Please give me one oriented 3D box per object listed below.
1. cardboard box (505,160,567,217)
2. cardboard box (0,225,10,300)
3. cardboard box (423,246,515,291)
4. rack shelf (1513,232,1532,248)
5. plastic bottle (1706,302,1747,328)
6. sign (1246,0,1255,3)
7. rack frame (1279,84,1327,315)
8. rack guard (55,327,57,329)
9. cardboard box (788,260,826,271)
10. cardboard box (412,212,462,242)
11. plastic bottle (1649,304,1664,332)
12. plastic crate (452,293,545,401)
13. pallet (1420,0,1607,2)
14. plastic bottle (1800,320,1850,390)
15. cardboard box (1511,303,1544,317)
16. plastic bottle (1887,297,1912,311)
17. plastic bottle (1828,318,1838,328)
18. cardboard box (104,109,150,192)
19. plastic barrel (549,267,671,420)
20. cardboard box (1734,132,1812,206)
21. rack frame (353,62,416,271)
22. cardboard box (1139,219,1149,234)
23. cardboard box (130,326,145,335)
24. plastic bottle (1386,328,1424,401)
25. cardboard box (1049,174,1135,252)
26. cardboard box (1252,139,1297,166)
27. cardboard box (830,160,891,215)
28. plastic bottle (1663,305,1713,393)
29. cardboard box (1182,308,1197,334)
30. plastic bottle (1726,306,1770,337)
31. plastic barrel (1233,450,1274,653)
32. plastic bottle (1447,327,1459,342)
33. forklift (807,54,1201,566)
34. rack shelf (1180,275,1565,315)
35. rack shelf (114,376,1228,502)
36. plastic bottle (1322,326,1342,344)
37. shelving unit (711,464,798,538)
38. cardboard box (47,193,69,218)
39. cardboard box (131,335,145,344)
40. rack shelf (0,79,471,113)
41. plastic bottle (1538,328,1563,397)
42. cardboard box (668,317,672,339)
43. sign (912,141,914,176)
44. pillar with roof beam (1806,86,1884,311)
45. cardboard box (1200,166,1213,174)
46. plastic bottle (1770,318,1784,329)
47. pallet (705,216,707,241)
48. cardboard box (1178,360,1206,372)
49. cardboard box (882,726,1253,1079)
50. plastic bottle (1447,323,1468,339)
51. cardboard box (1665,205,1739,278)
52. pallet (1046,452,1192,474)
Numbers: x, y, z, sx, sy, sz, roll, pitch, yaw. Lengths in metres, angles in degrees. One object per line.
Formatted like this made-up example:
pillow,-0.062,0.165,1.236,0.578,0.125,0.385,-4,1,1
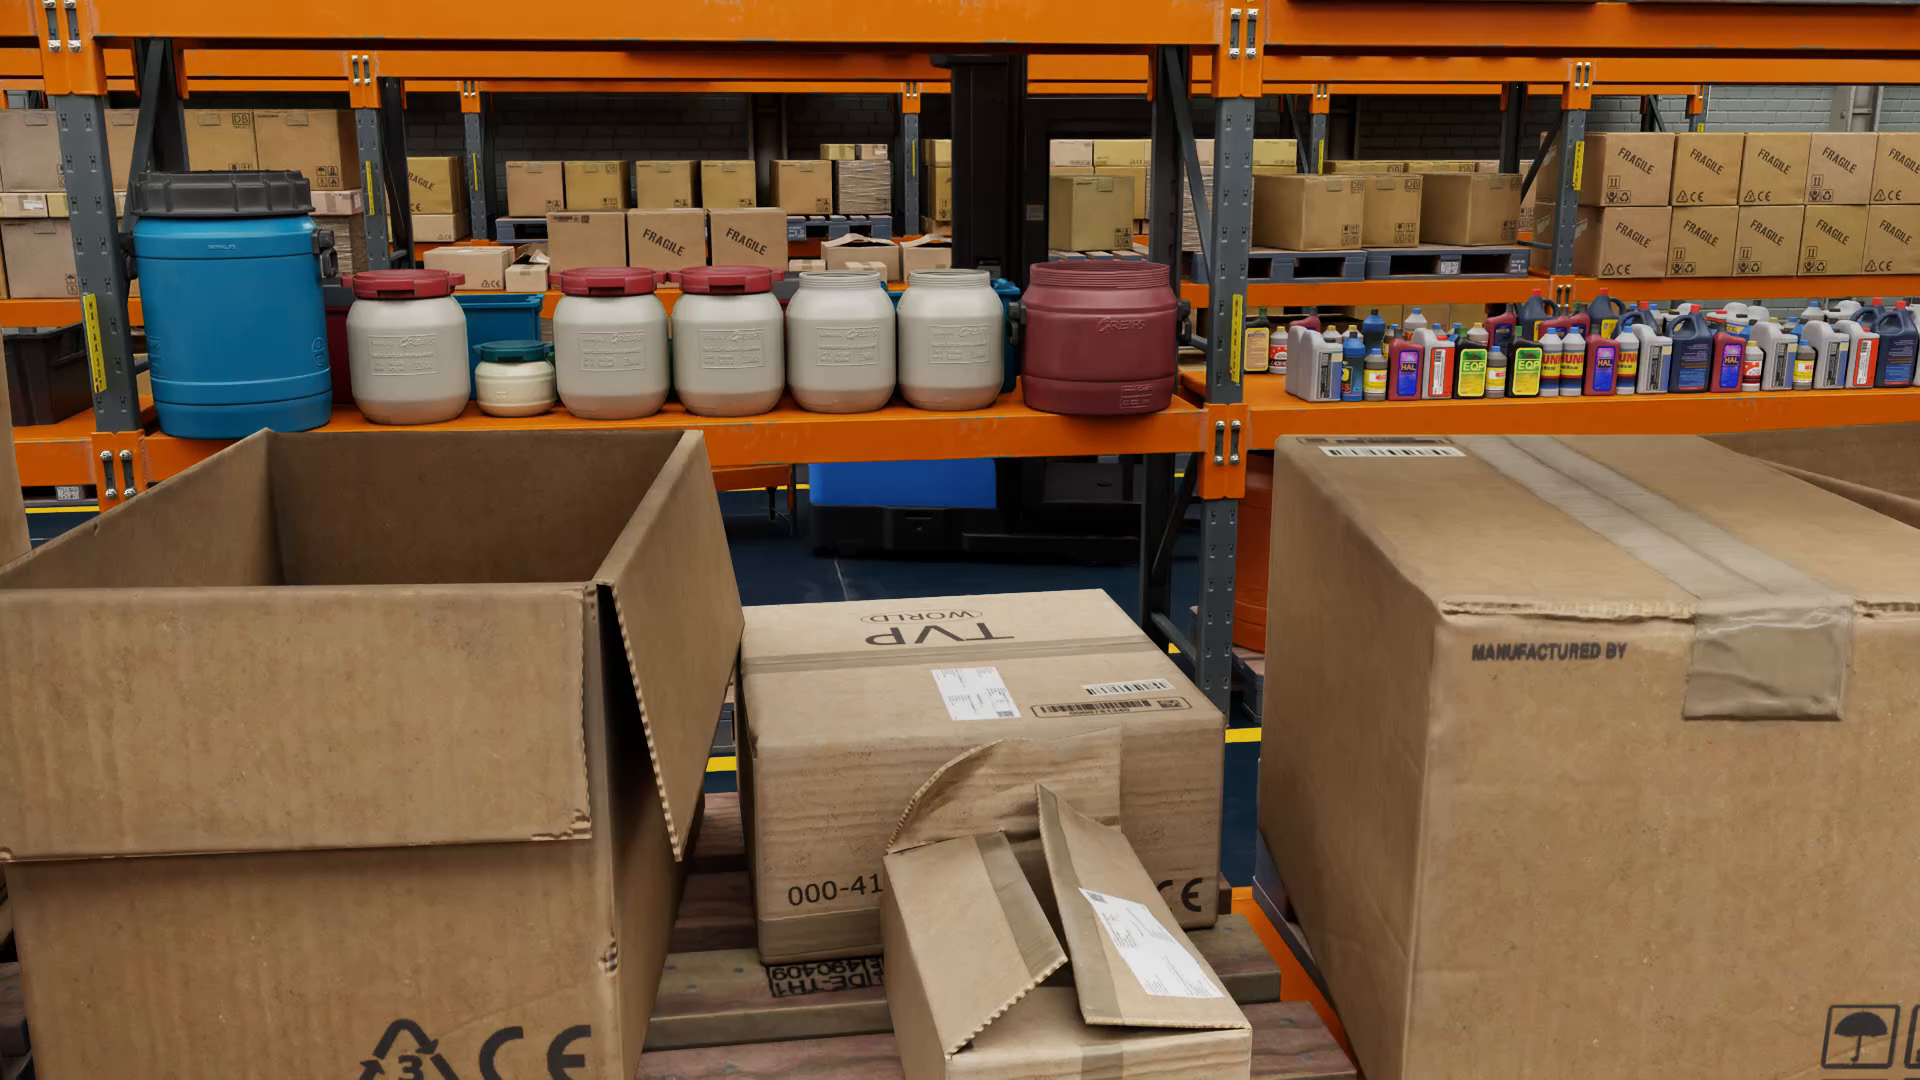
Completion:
cardboard box,-3.976,-3.321,15.687,0.500,0.500,0.700,-2,14,-8
cardboard box,-6.224,-1.811,10.573,0.500,0.500,0.700,-2,14,-8
cardboard box,-3.262,-1.813,11.093,0.500,0.250,0.500,-1,14,-5
rack shelf,5.404,-3.062,17.245,4.000,0.370,1.077,-2,14,-8
plastic bottle,3.473,-0.937,7.546,0.135,0.276,0.152,-2,14,-8
sign,1.036,-2.083,5.909,0.005,0.325,0.100,-2,14,-8
rack frame,3.427,-3.339,16.868,0.127,3.000,1.000,-2,14,-8
rack guard,-8.364,-1.694,15.449,0.348,0.500,1.175,-2,14,-8
cardboard box,-1.040,-1.821,11.332,0.250,0.149,0.380,-1,14,-4
cardboard box,-4.907,-2.896,15.369,0.500,0.250,0.500,-2,14,-8
plastic bottle,3.125,-0.928,7.522,0.097,0.271,0.097,0,14,0
plastic crate,-1.964,-0.773,6.670,0.575,0.384,0.392,-2,14,-8
pallet,1.718,-2.178,6.463,1.213,0.211,1.003,-2,14,-8
plastic bottle,3.568,-0.767,6.869,0.135,0.276,0.152,-2,14,-8
cardboard box,5.713,-2.389,17.356,0.500,0.500,0.700,-3,14,-10
plastic bottle,4.345,-0.983,7.717,0.133,0.283,0.061,-2,14,-8
plastic bottle,3.664,-0.799,7.006,0.097,0.271,0.097,0,14,0
cardboard box,-5.175,-2.481,10.575,0.500,0.500,0.700,-2,14,-8
plastic barrel,-1.304,-0.740,6.227,0.433,0.535,0.433,0,14,0
cardboard box,5.695,-2.667,11.931,0.500,0.500,0.500,-3,14,-10
rack frame,-3.742,-1.857,10.961,0.127,3.000,1.000,-2,14,-8
cardboard box,1.872,-3.111,16.434,0.250,0.149,0.380,-2,14,-10
cardboard box,-7.742,-1.816,15.421,0.500,0.311,0.500,-4,15,-15
plastic bottle,1.755,-0.693,6.558,0.133,0.283,0.061,-2,14,-8
cardboard box,0.819,-2.304,11.675,0.500,0.500,0.700,-7,16,-27
cardboard box,3.003,-3.826,16.413,0.500,0.250,0.500,-2,14,-7
cardboard box,-0.992,-3.436,16.147,0.500,0.500,0.700,-4,15,-15
plastic bottle,2.953,-0.780,6.766,0.185,0.351,0.144,-2,14,-8
cardboard box,1.925,-2.412,16.729,0.750,0.750,0.750,-2,14,-7
plastic bottle,3.495,-0.900,7.400,0.135,0.276,0.152,-2,14,-8
plastic barrel,1.428,0.016,7.088,0.708,0.830,0.600,-2,14,-8
plastic bottle,1.991,-0.715,6.672,0.097,0.271,0.097,0,14,0
forklift,0.686,-1.413,9.331,3.031,2.935,1.130,1,14,4
rack shelf,2.191,-1.726,11.916,4.000,0.370,1.077,-2,14,-8
rack shelf,-1.030,-0.389,6.586,4.000,0.370,1.077,-2,14,-8
plastic bottle,1.629,-0.840,7.312,0.097,0.201,0.097,0,14,0
shelving unit,-1.533,-0.566,9.665,1.048,1.125,0.538,-6,15,-22
cardboard box,-5.497,-2.103,10.402,0.250,0.149,0.380,-2,14,-6
cardboard box,-5.730,-1.095,11.168,0.500,0.500,0.500,-2,14,-8
rack shelf,-6.462,-4.082,15.146,4.000,0.370,1.077,-2,14,-8
plastic bottle,2.360,-0.714,6.666,0.097,0.271,0.097,0,14,0
cardboard box,-2.745,-2.120,16.243,0.500,0.500,0.700,-2,14,-8
sign,-0.438,-3.587,15.640,0.005,0.325,0.100,-2,14,-8
pillar with roof beam,10.564,-5.664,13.807,0.400,9.000,9.100,-2,14,-8
cardboard box,2.505,-3.443,16.426,0.500,0.500,0.500,-2,14,-8
plastic bottle,3.715,-0.916,7.617,0.097,0.201,0.097,0,14,0
pallet,-2.480,-3.019,15.988,1.213,0.211,1.003,-2,14,-8
cardboard box,1.719,-0.988,11.730,0.500,0.500,0.500,-2,14,-9
cardboard box,0.076,0.368,1.503,0.258,0.266,0.396,-3,14,-10
plastic bottle,2.206,-0.861,7.397,0.097,0.201,0.097,0,14,0
cardboard box,5.219,-2.168,11.994,0.500,0.500,0.500,-2,14,-7
pallet,0.957,-0.668,11.950,1.213,0.211,1.003,-2,14,-8
